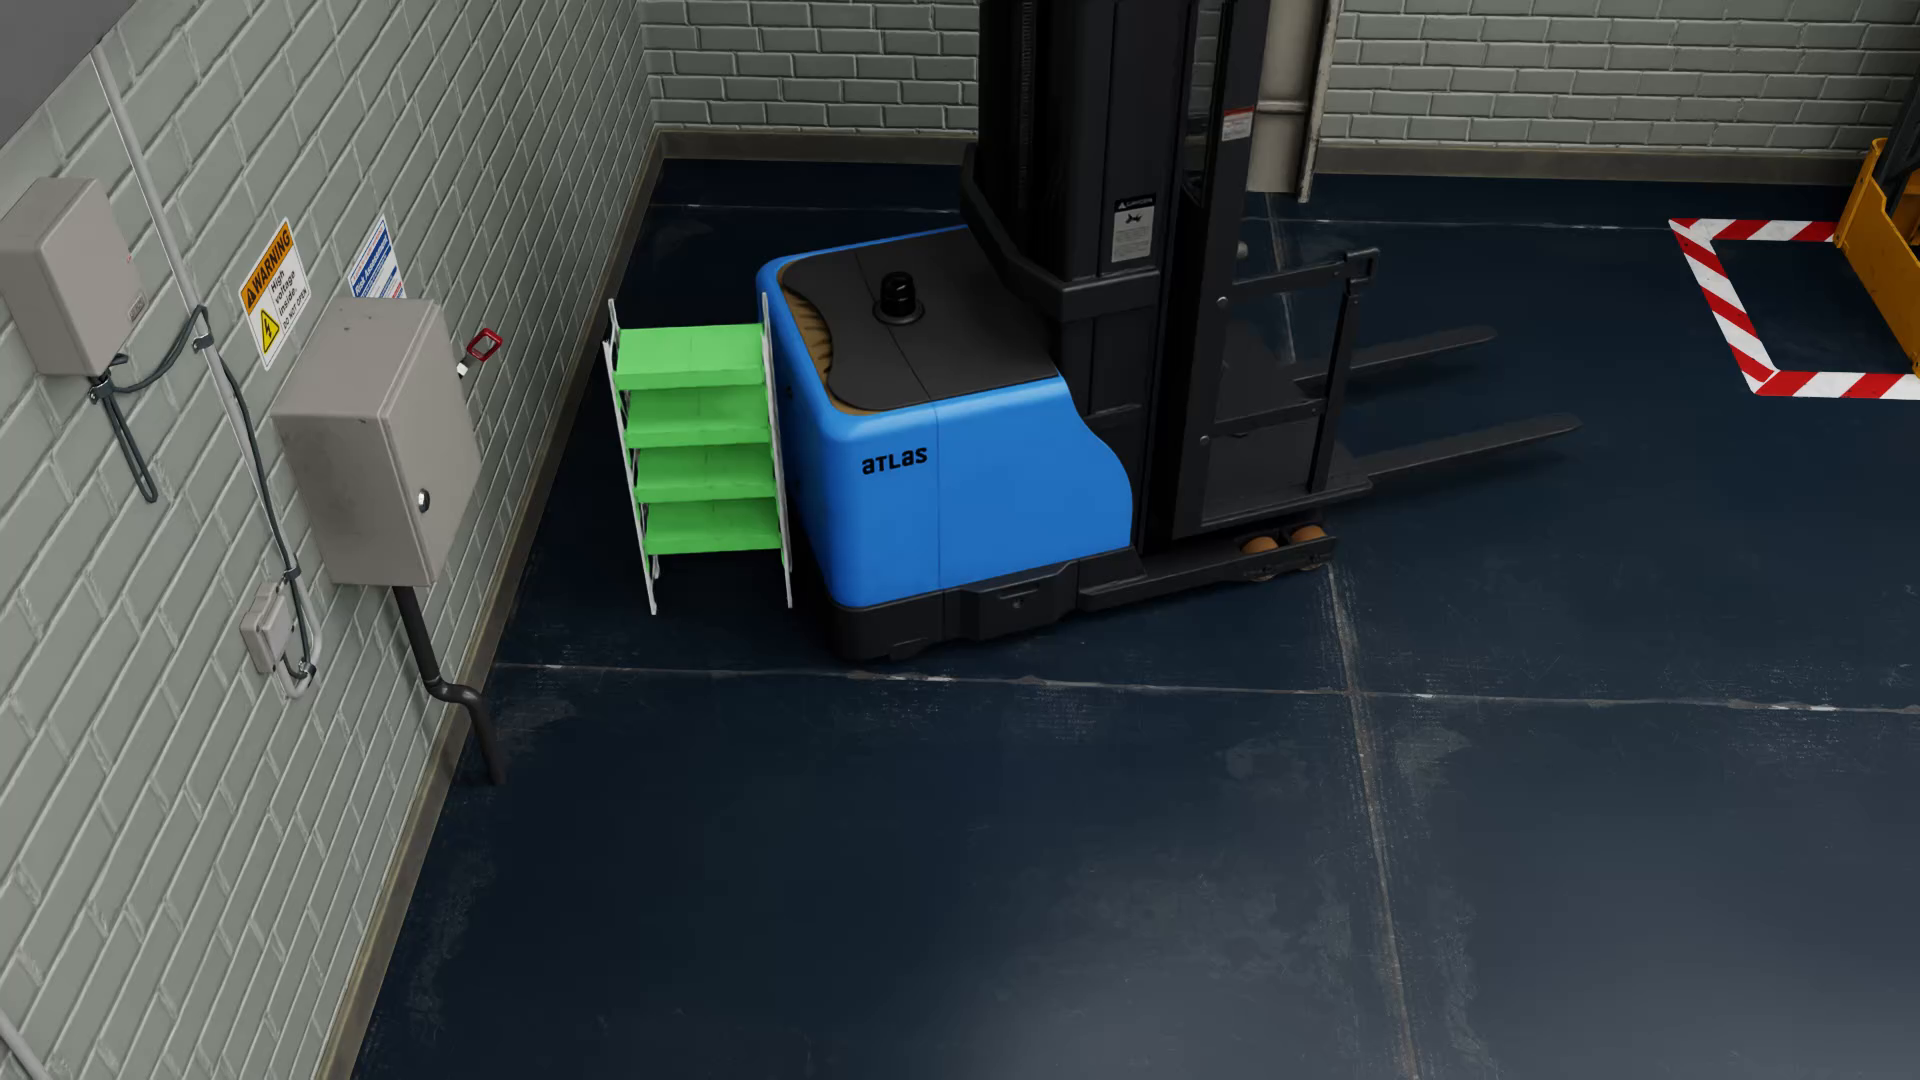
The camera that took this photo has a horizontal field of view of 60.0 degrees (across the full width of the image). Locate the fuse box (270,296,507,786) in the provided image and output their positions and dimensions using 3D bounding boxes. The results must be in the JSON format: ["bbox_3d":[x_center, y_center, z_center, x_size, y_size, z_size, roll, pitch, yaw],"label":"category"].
[{"bbox_3d":[-1.475,0.134,4.850,0.414,1.711,0.539,2,43,2],"label":"fuse box"}]

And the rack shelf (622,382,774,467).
[{"bbox_3d":[-0.863,-0.392,5.532,0.480,0.148,0.258,-3,43,-3],"label":"rack shelf"}]

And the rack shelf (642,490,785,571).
[{"bbox_3d":[-0.863,-0.041,5.859,0.480,0.148,0.258,-3,43,-3],"label":"rack shelf"}]

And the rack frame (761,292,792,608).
[{"bbox_3d":[-0.620,-0.275,5.665,0.015,1.200,0.240,-3,43,-3],"label":"rack frame"}]

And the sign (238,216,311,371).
[{"bbox_3d":[-1.684,-0.608,4.096,0.001,0.242,0.339,2,43,2],"label":"sign"}]

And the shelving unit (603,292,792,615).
[{"bbox_3d":[-0.863,-0.263,5.652,0.503,1.200,0.258,-3,43,-3],"label":"shelving unit"}]

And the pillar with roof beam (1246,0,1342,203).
[{"bbox_3d":[1.292,-2.094,1.896,0.400,9.000,9.100,2,43,2],"label":"pillar with roof beam"}]

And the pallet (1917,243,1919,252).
[{"bbox_3d":[5.011,-1.087,7.263,1.213,0.211,1.003,2,43,2],"label":"pallet"}]

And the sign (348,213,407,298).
[{"bbox_3d":[-1.659,-0.645,4.811,0.001,0.494,0.329,2,43,2],"label":"sign"}]

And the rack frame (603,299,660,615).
[{"bbox_3d":[-1.106,-0.250,5.639,0.015,1.200,0.240,-3,43,-3],"label":"rack frame"}]

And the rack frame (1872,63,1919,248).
[{"bbox_3d":[4.139,-2.134,6.340,0.127,3.000,1.000,2,43,2],"label":"rack frame"}]

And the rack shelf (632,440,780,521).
[{"bbox_3d":[-0.863,-0.216,5.696,0.480,0.148,0.258,-3,43,-3],"label":"rack shelf"}]

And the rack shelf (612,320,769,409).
[{"bbox_3d":[-0.863,-0.567,5.368,0.480,0.148,0.258,-3,43,-3],"label":"rack shelf"}]

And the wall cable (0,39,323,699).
[{"bbox_3d":[-1.663,-0.249,3.571,0.122,1.984,0.588,2,43,2],"label":"wall cable"}]

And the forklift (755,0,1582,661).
[{"bbox_3d":[0.858,-1.251,5.442,3.031,2.935,1.130,-13,44,-13],"label":"forklift"}]

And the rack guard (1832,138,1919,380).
[{"bbox_3d":[4.215,-1.217,7.190,0.348,0.500,1.175,2,43,2],"label":"rack guard"}]
